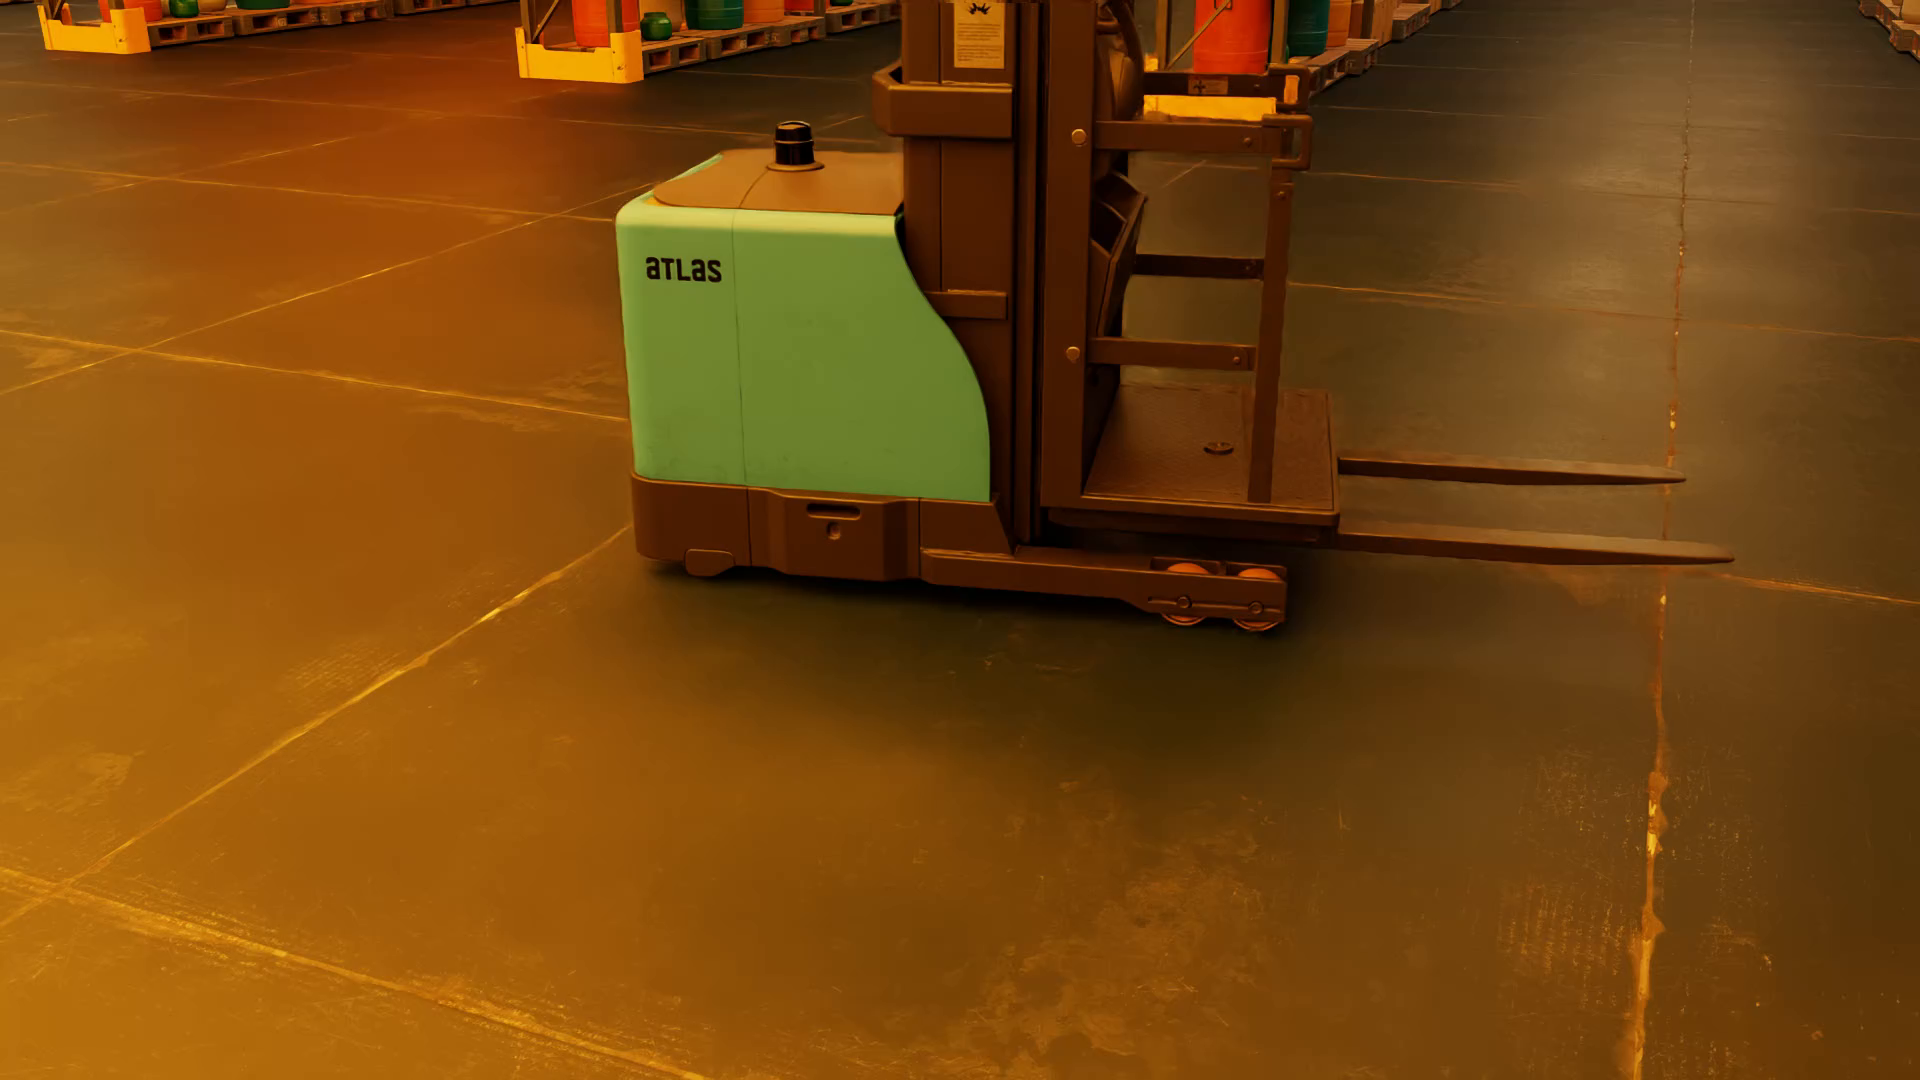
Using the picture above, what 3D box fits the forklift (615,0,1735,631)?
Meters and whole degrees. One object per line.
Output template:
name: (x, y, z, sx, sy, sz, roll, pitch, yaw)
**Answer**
forklift: (0.620, -1.328, 4.470, 3.031, 2.935, 1.130, 4, 23, 10)
